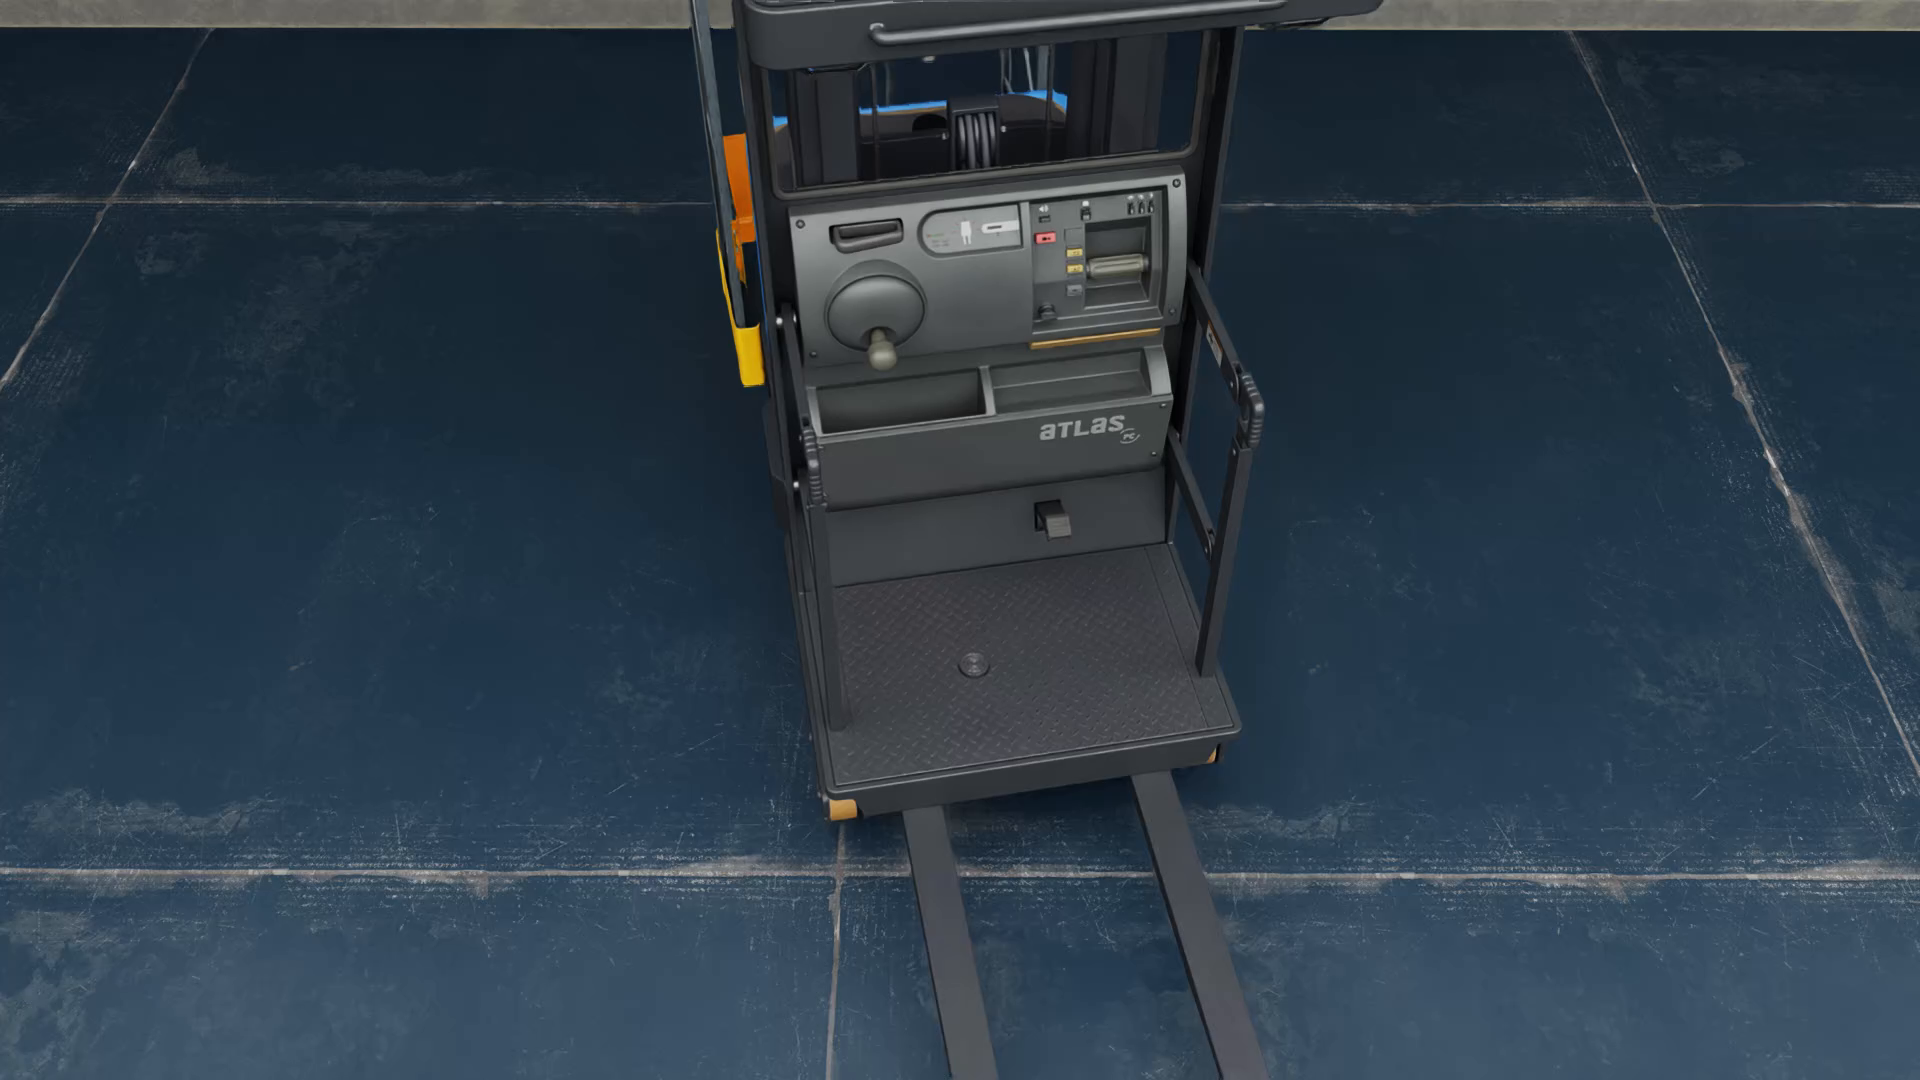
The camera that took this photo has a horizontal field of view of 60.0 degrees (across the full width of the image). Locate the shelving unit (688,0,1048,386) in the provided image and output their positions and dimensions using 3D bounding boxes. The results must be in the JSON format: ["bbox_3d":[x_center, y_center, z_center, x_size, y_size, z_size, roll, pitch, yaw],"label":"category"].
[{"bbox_3d":[-0.286,-1.334,5.467,1.083,1.500,0.587,-9,48,-8],"label":"shelving unit"}]

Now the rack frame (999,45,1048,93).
[{"bbox_3d":[0.201,-1.413,5.541,0.032,1.500,0.500,-9,48,-8],"label":"rack frame"}]

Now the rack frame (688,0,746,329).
[{"bbox_3d":[-0.791,-1.253,5.391,0.032,1.500,0.500,-9,48,-8],"label":"rack frame"}]

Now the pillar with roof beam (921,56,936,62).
[{"bbox_3d":[-0.321,-2.089,1.047,0.400,9.000,9.100,0,47,0],"label":"pillar with roof beam"}]

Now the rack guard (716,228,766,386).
[{"bbox_3d":[-0.772,-0.830,5.852,0.087,0.250,0.587,-9,48,-8],"label":"rack guard"}]

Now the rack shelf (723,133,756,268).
[{"bbox_3d":[-0.295,-1.210,5.598,1.000,0.185,0.538,-9,48,-8],"label":"rack shelf"}]

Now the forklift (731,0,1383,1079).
[{"bbox_3d":[0.116,-0.533,3.743,1.130,2.935,3.031,-8,48,-7],"label":"forklift"}]
